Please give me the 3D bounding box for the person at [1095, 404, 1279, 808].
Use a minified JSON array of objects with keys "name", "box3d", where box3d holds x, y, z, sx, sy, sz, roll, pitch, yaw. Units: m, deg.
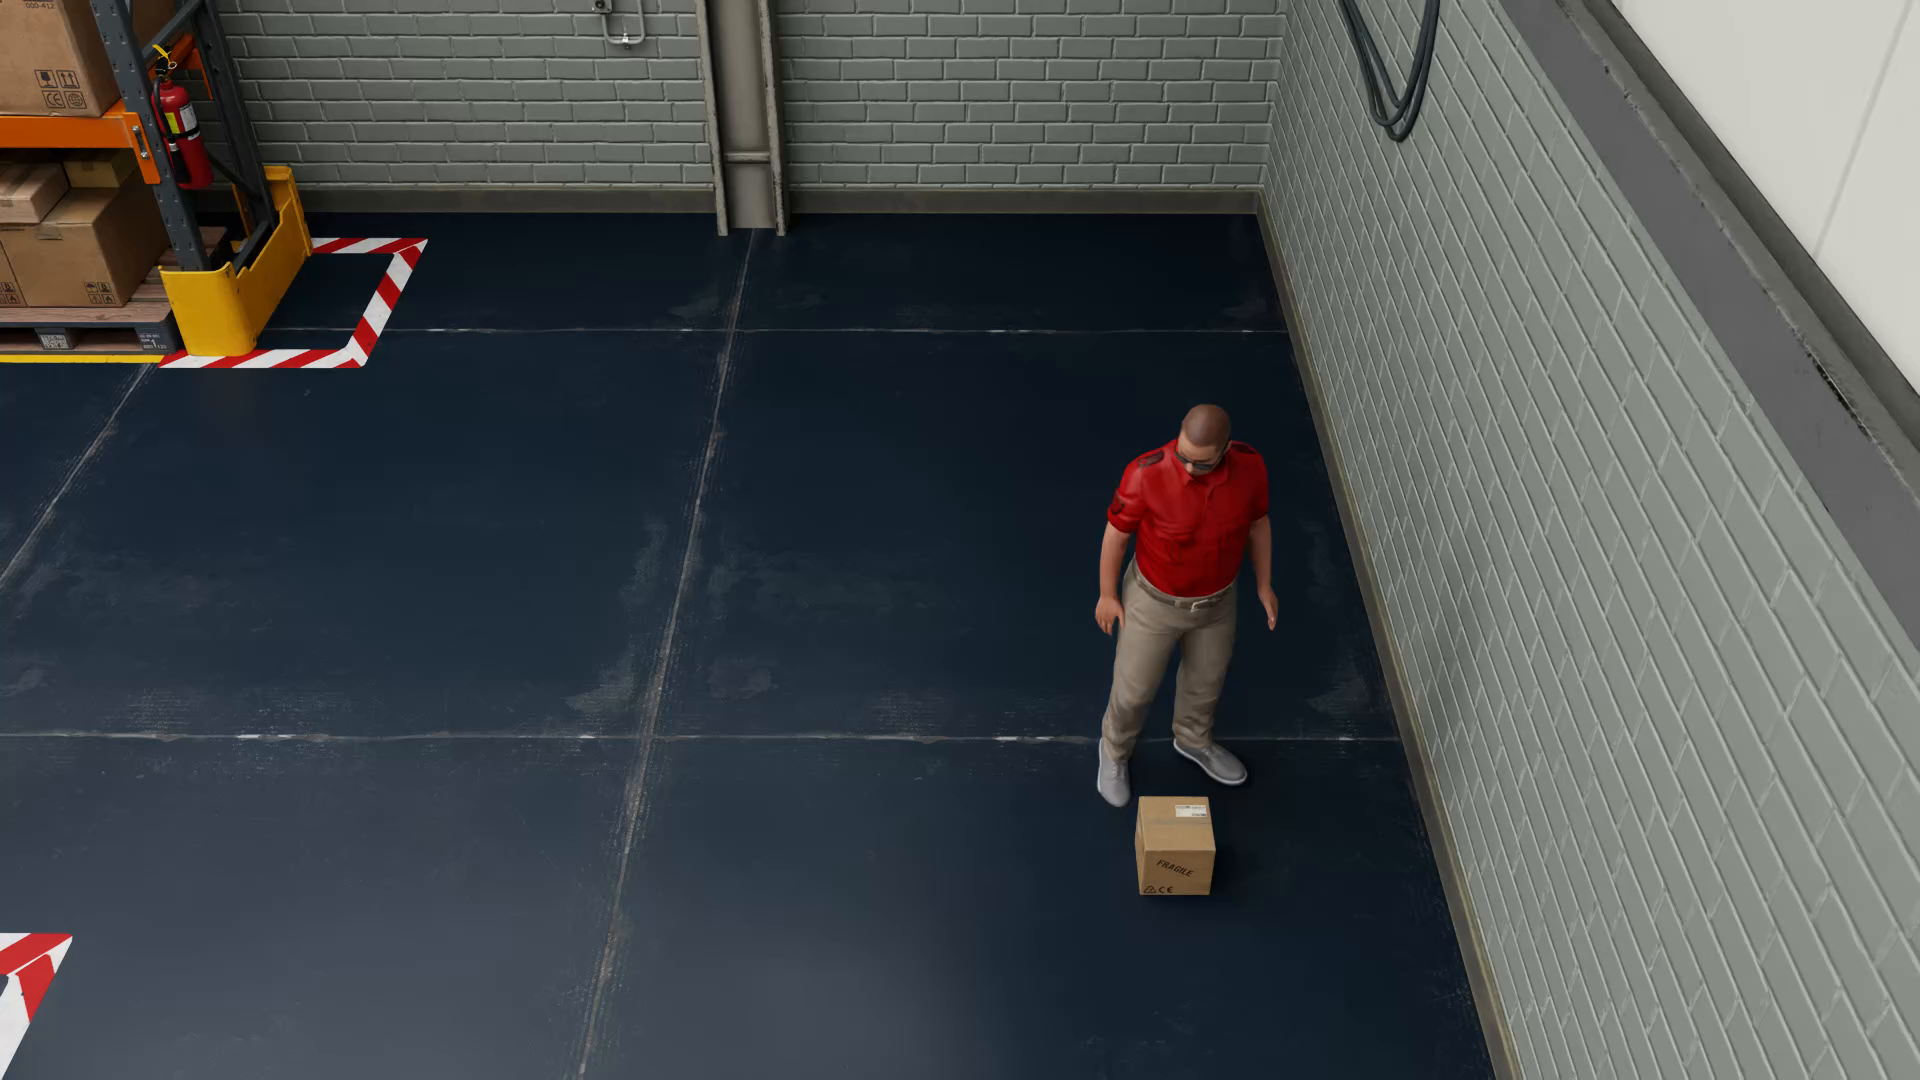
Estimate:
[{"name":"person","box3d":[0.815,0.233,5.909,0.636,1.756,0.378,-13,41,-16]}]
